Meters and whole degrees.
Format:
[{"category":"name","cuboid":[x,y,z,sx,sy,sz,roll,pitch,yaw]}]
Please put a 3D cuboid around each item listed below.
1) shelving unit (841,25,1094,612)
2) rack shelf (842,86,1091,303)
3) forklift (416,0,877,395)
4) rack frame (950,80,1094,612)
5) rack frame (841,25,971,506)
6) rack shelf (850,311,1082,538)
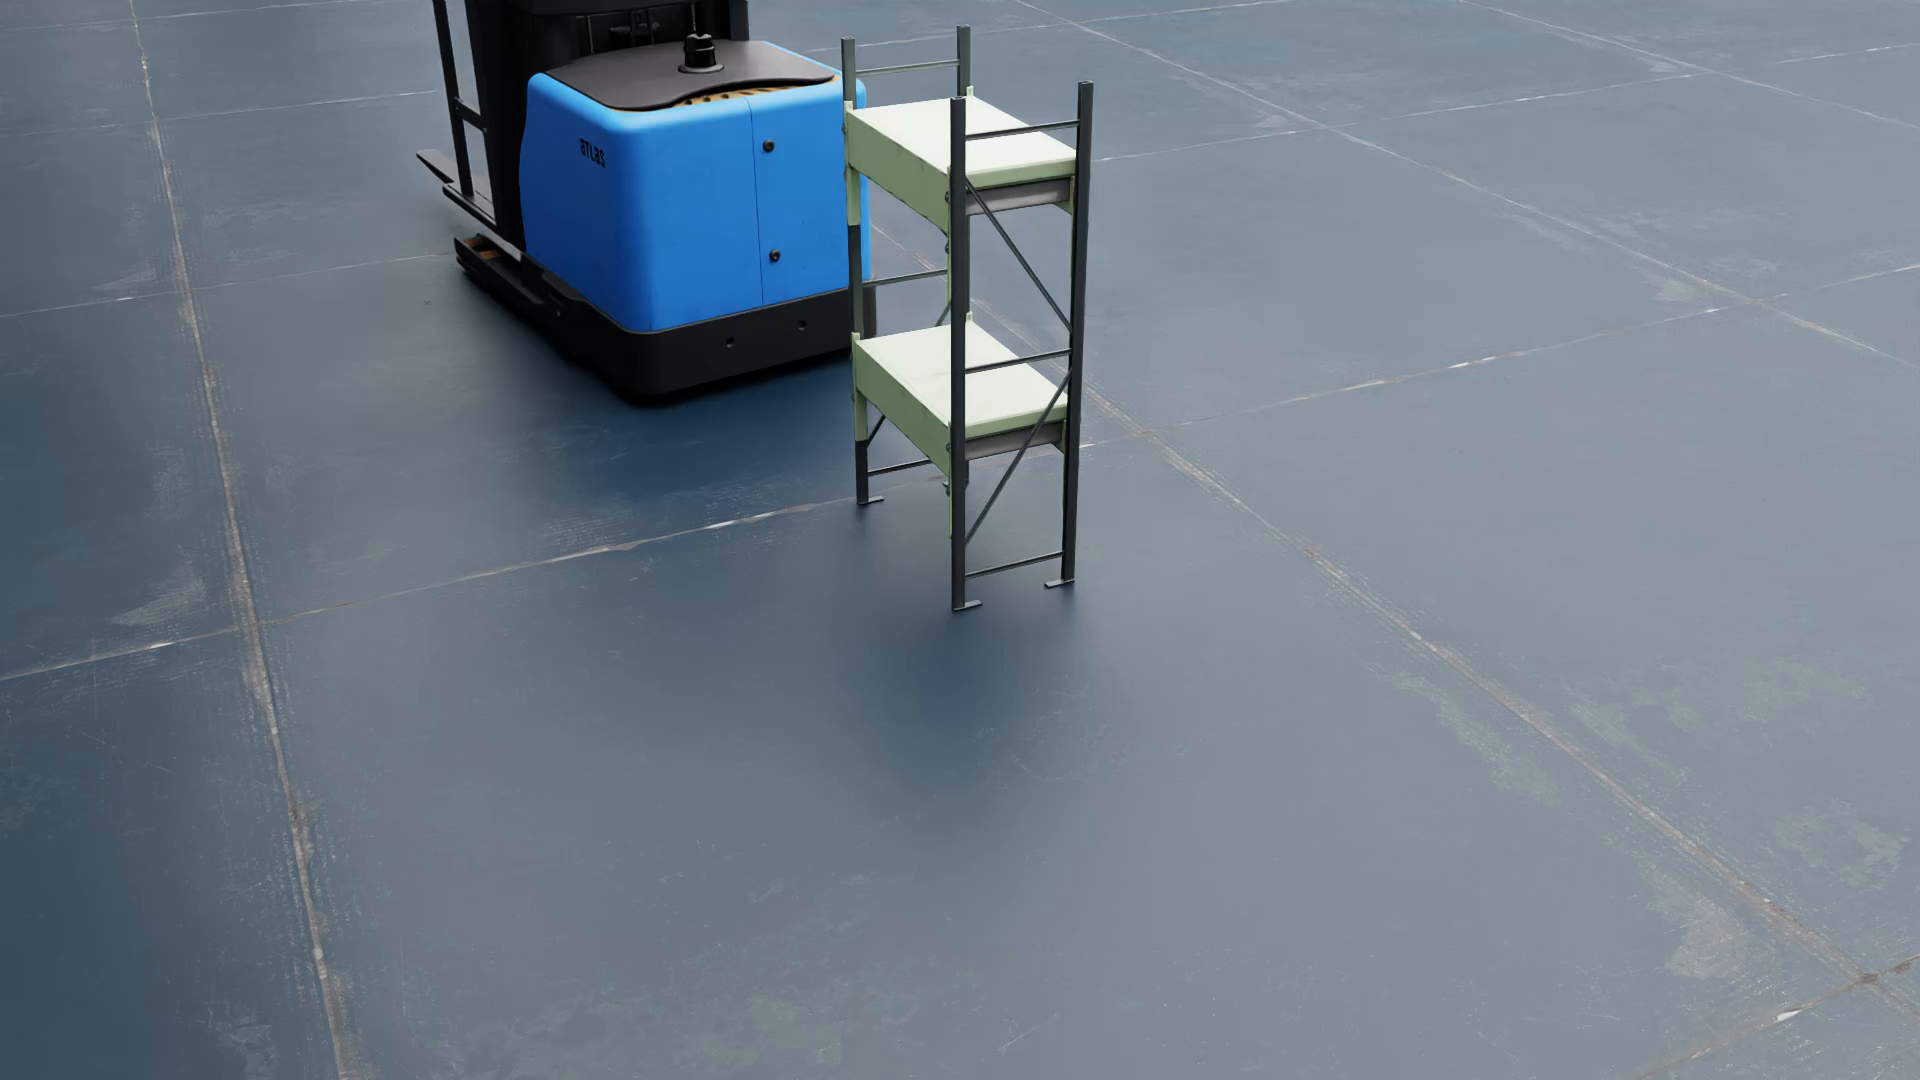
[{"category":"shelving unit","cuboid":[0.003,-0.651,4.878,0.431,1.500,0.755,-13,32,-22]},{"category":"rack shelf","cuboid":[0.003,-0.992,4.687,0.431,0.370,0.720,-13,32,-22]},{"category":"forklift","cuboid":[-1.564,-2.481,6.678,1.130,2.935,3.031,-18,34,-29]},{"category":"rack frame","cuboid":[0.160,-0.490,4.590,0.400,1.500,0.023,-13,32,-22]},{"category":"rack frame","cuboid":[-0.154,-0.813,5.166,0.400,1.500,0.023,-13,32,-22]},{"category":"rack shelf","cuboid":[0.003,-0.367,5.037,0.431,0.370,0.720,-13,32,-22]}]
